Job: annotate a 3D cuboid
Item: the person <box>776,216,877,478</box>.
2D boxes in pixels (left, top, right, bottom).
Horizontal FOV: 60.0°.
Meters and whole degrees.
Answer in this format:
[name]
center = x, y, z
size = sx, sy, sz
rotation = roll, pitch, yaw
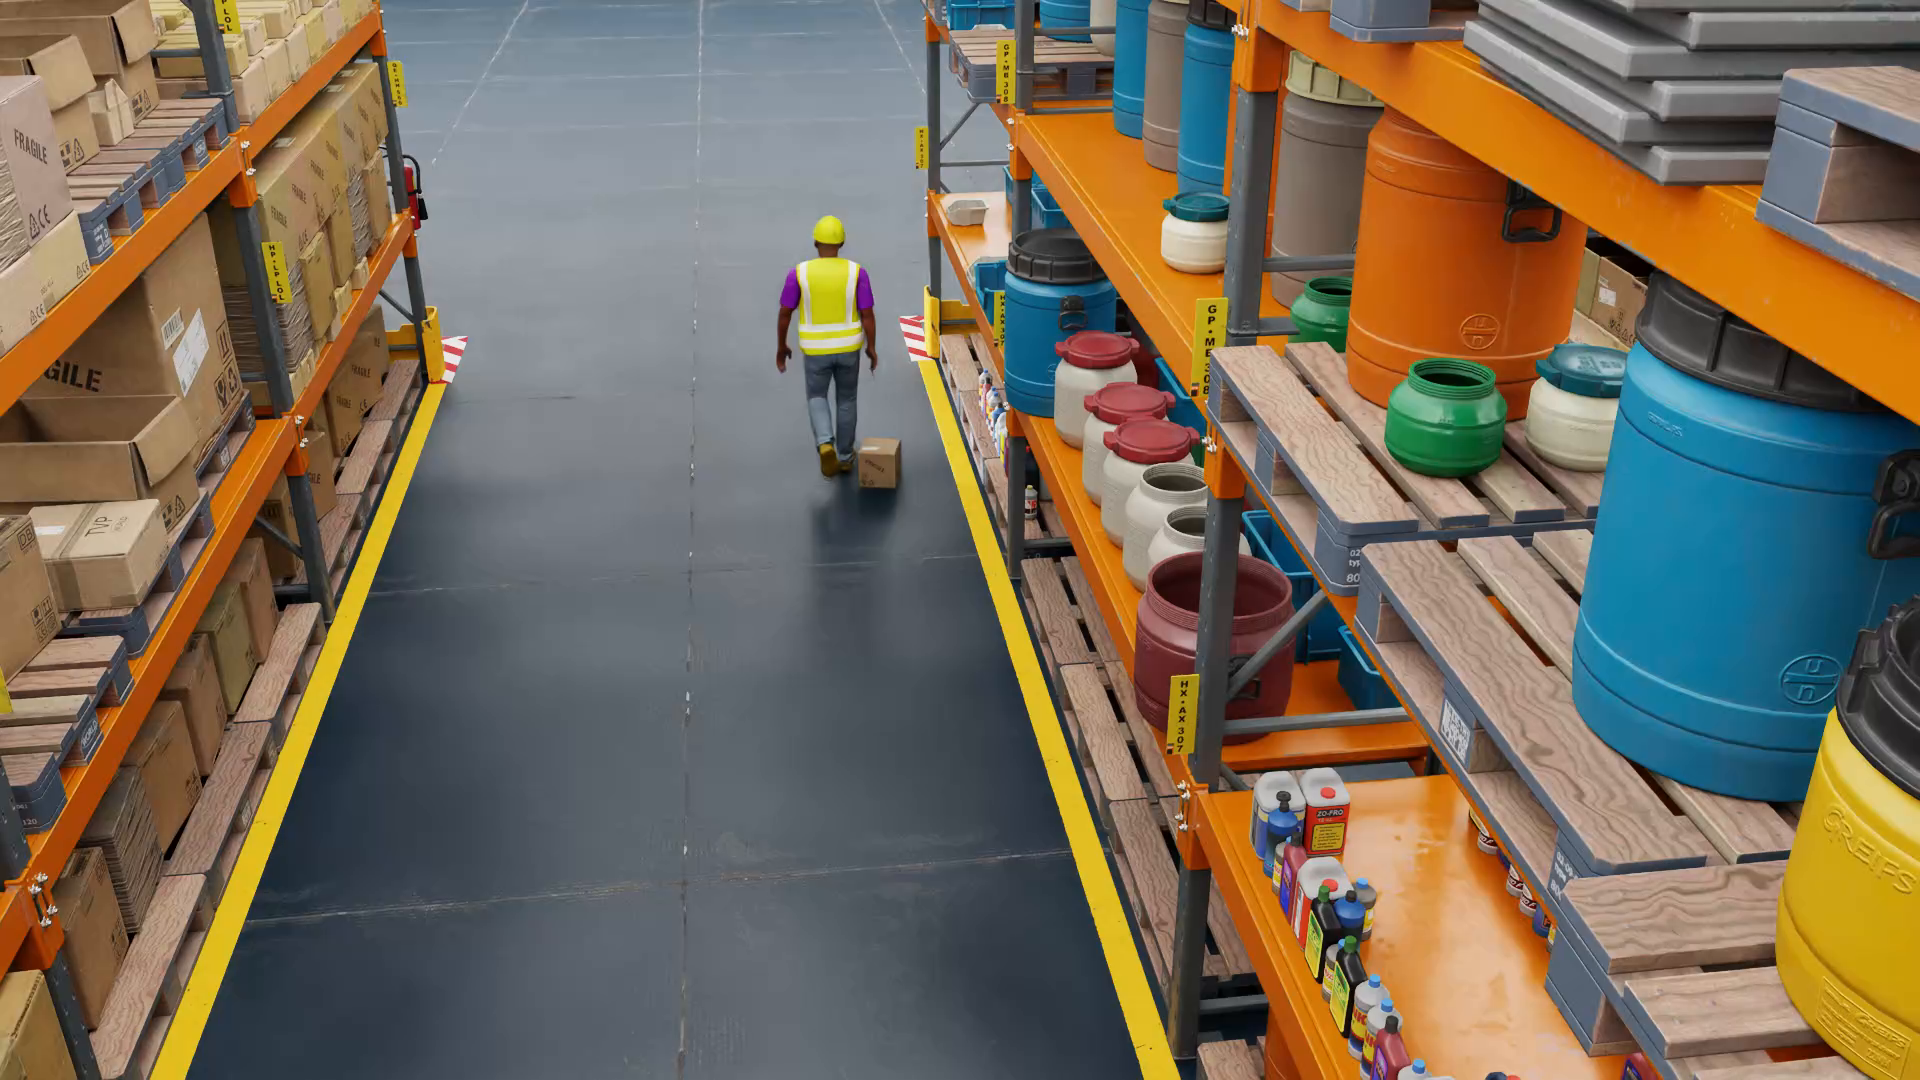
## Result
[person]
center = -0.880, -1.238, 10.983
size = 0.672, 1.757, 0.644
rotation = -3, 27, -6
